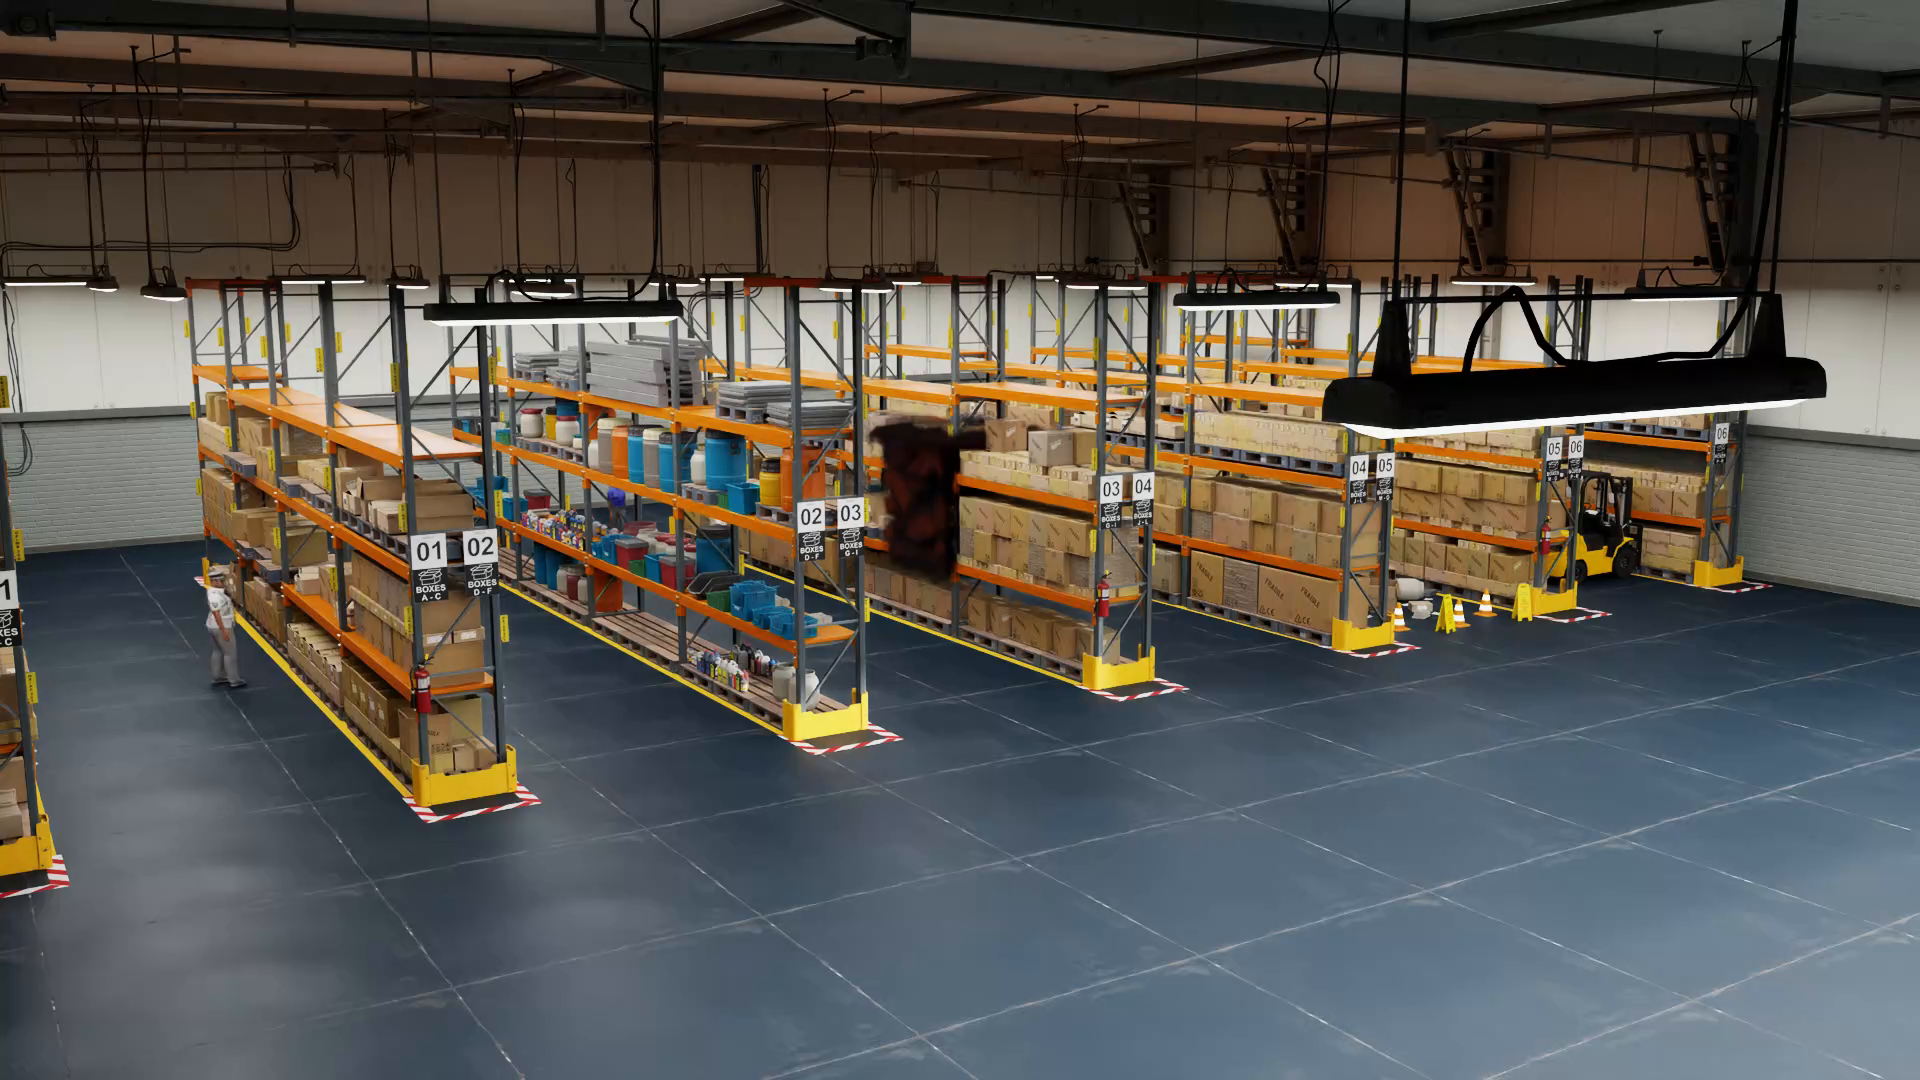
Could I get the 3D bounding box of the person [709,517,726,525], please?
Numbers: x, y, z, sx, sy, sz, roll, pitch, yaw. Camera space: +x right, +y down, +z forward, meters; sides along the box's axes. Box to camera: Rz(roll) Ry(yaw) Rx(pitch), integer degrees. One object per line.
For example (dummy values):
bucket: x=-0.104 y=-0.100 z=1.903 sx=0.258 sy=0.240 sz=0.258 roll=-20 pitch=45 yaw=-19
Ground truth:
person: x=-4.762 y=-0.072 z=33.121 sx=0.524 sy=1.785 sz=0.598 roll=-4 pitch=10 yaw=-20

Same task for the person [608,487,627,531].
person: x=-7.569 y=-0.607 z=36.691 sx=0.460 sy=1.613 sz=0.665 roll=-6 pitch=11 yaw=-34

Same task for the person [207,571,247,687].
person: x=-11.010 y=1.320 z=24.891 sx=0.467 sy=1.741 sz=0.614 roll=-8 pitch=12 yaw=-40
